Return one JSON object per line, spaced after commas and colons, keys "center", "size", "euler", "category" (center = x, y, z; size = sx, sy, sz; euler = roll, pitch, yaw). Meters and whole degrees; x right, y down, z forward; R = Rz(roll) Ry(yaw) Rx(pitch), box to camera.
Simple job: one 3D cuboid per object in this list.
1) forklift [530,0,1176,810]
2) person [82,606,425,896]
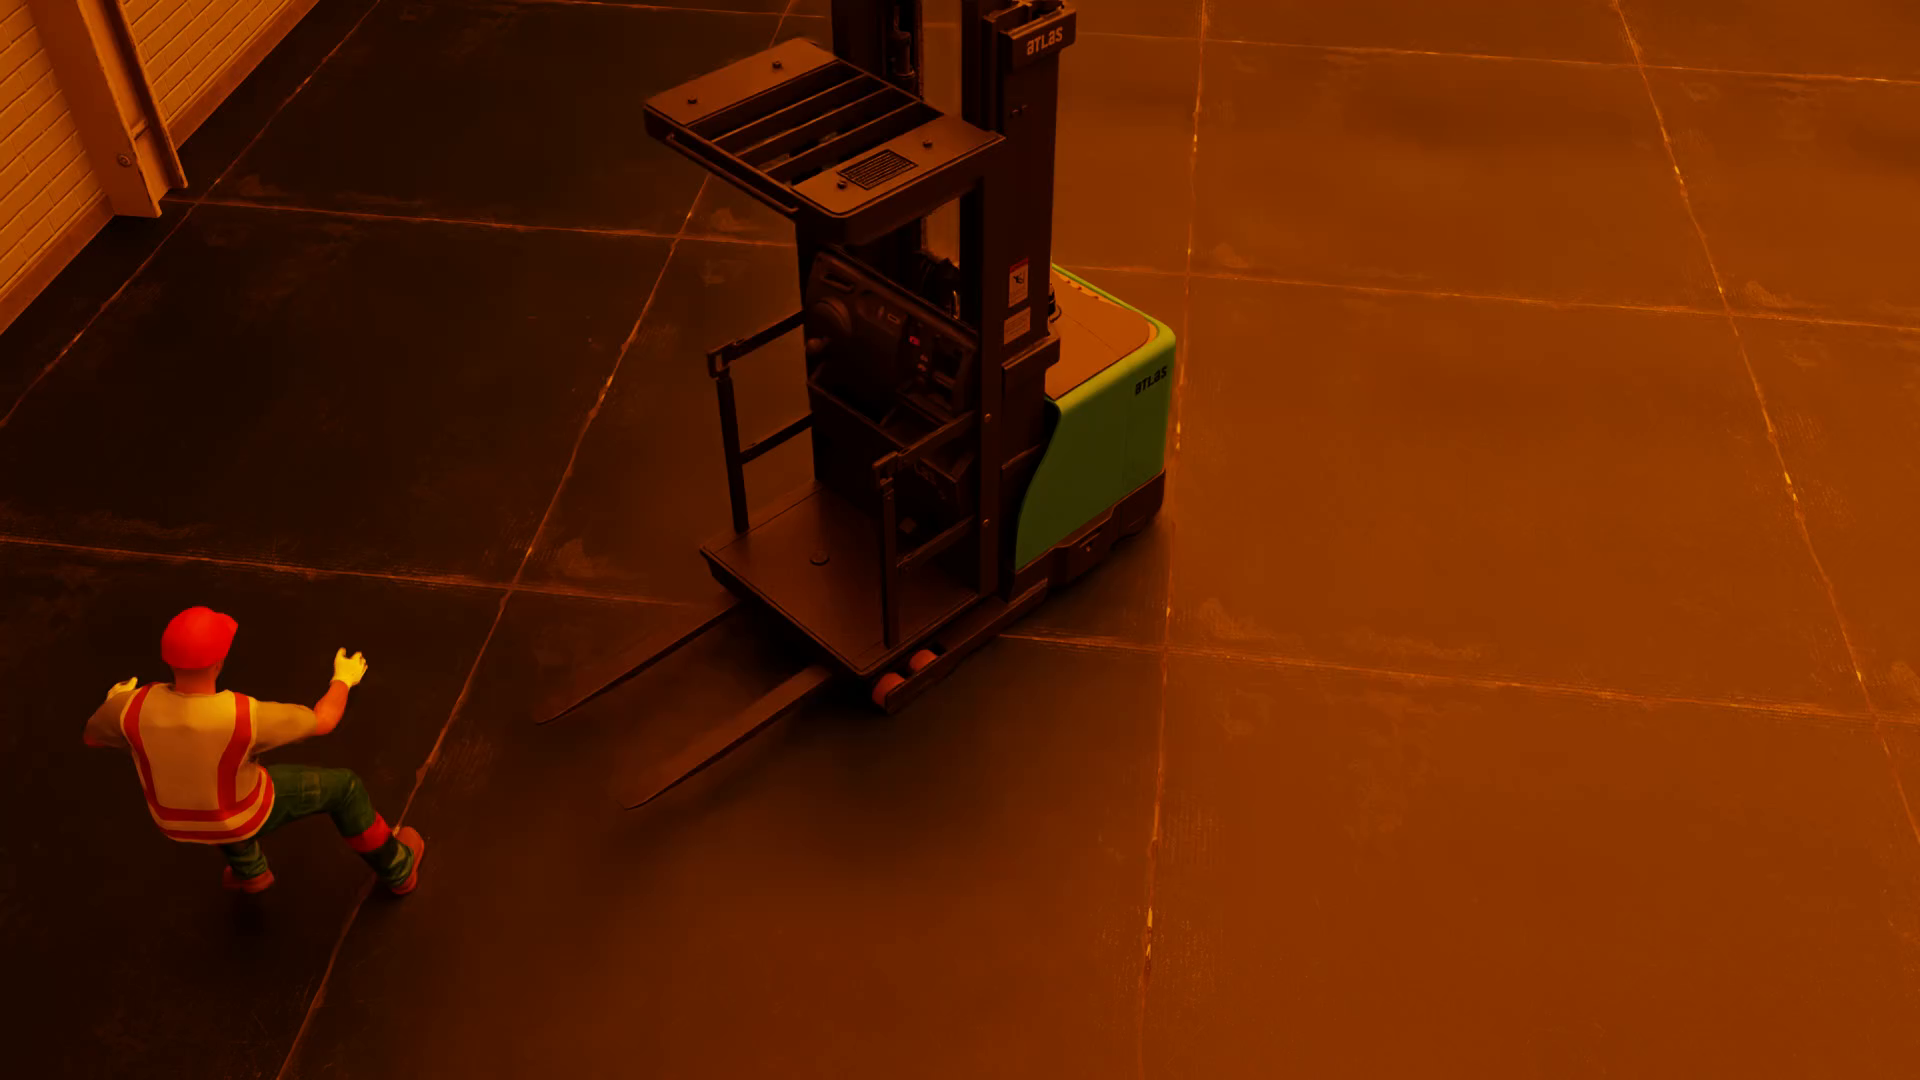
{"center": [-0.439, -0.747, 6.538], "size": [3.031, 2.935, 1.130], "euler": [-33, 52, -31], "category": "forklift"}
{"center": [-2.553, 0.744, 5.904], "size": [0.910, 1.599, 0.749], "euler": [-1, 43, -1], "category": "person"}
